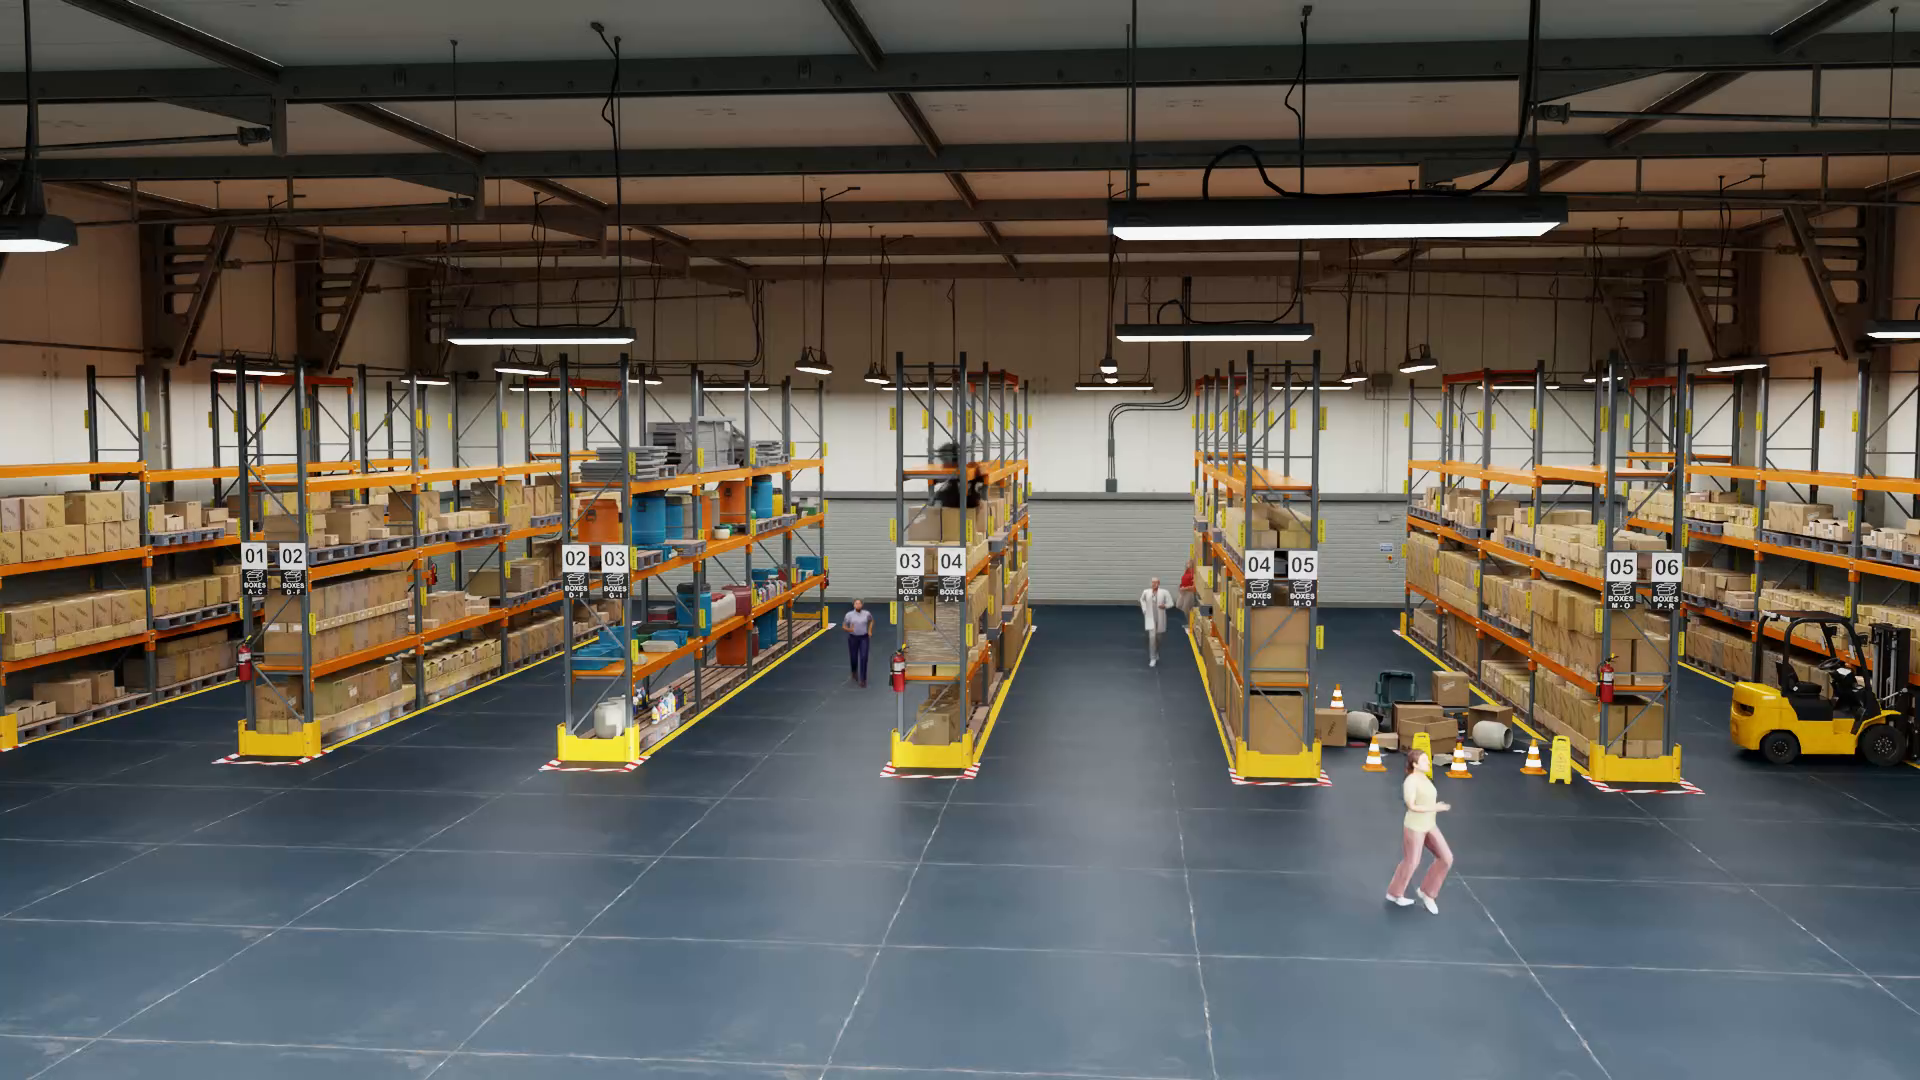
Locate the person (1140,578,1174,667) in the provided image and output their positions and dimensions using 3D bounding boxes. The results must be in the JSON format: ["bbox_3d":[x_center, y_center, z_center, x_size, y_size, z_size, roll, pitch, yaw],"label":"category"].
[{"bbox_3d":[4.066,1.670,34.361,0.653,1.804,0.987,1,4,7],"label":"person"}]

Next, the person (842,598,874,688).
[{"bbox_3d":[-1.929,1.926,31.572,0.606,1.648,0.924,0,4,-7],"label":"person"}]

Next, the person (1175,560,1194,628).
[{"bbox_3d":[5.551,1.311,40.316,0.566,1.675,0.648,-2,4,-21],"label":"person"}]

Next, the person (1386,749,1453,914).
[{"bbox_3d":[4.685,2.965,16.956,0.545,1.693,0.693,-4,6,-44],"label":"person"}]
